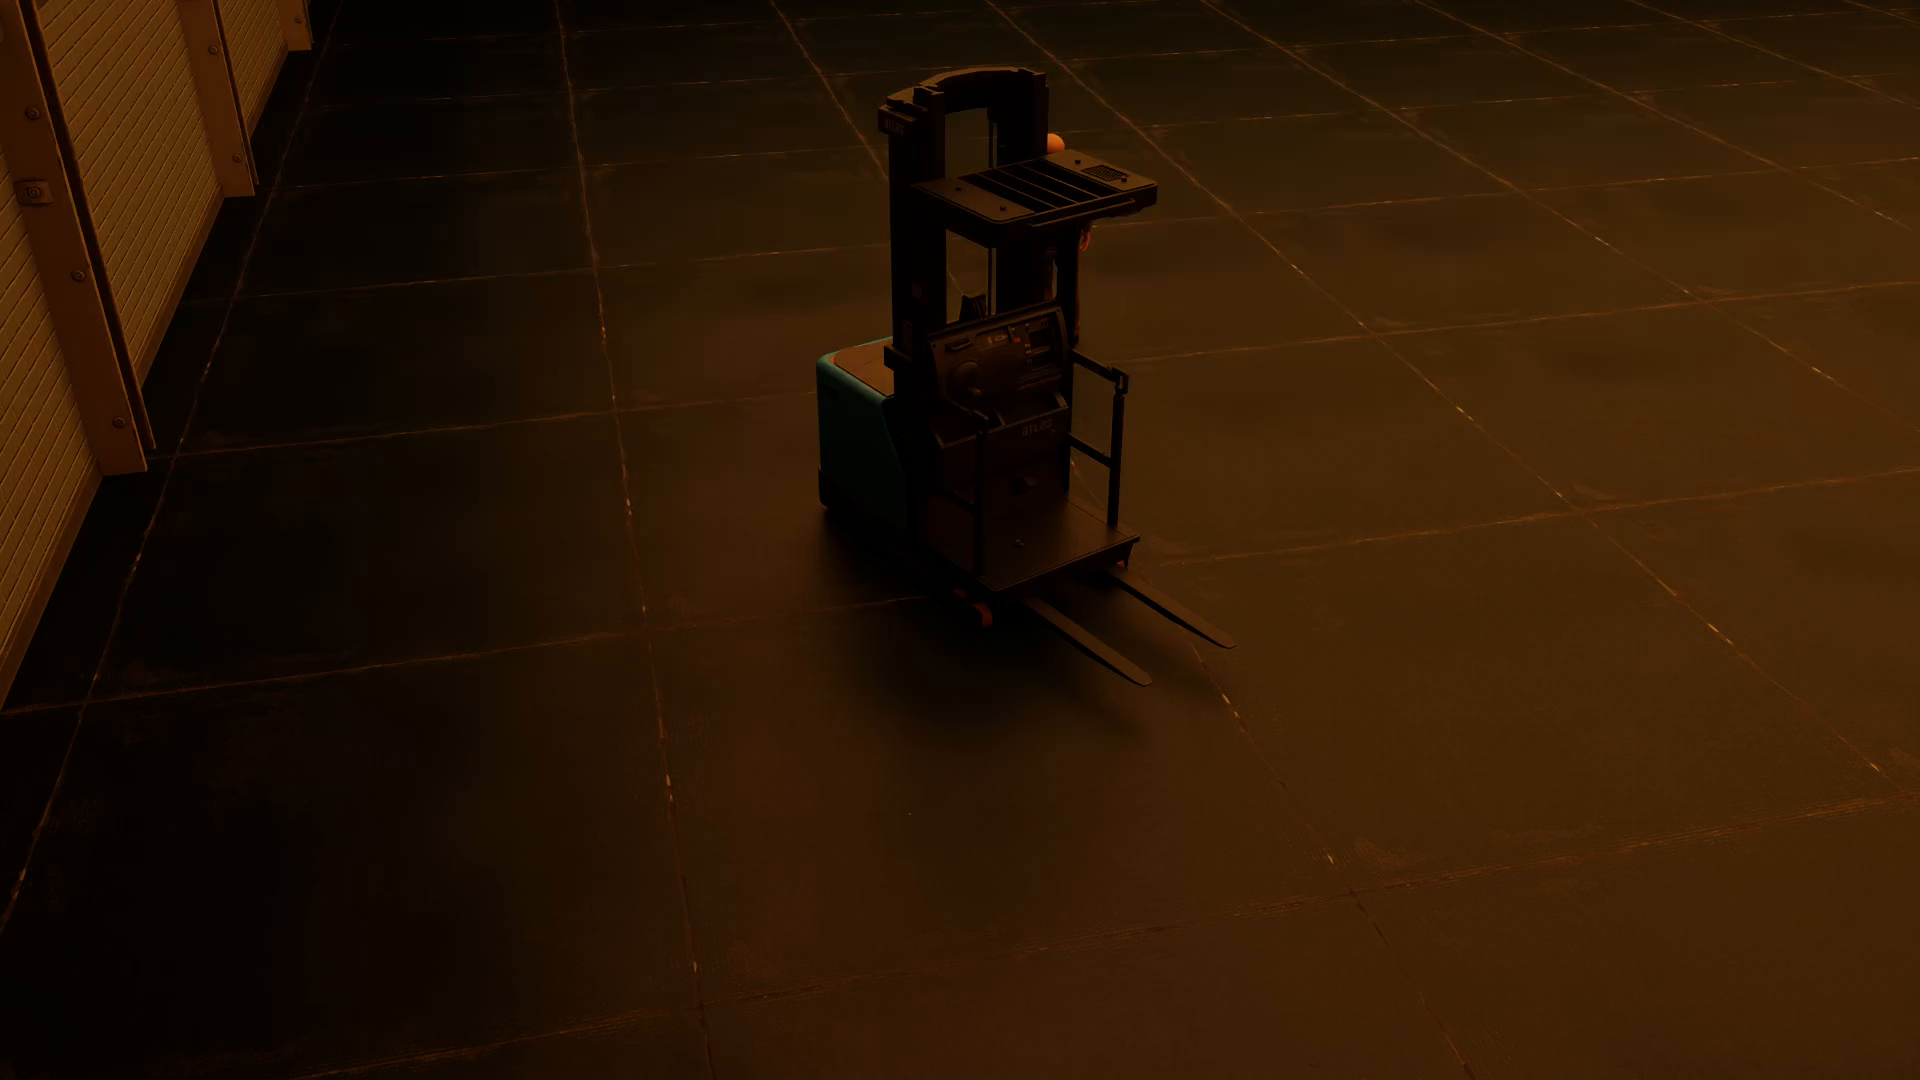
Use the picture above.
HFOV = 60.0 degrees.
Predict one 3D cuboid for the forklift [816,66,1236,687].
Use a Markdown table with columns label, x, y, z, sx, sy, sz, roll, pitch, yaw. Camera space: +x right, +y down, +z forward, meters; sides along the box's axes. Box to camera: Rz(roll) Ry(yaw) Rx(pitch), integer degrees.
| label | x | y | z | sx | sy | sz | roll | pitch | yaw |
| --- | --- | --- | --- | --- | --- | --- | --- | --- | --- |
| forklift | 0.355 | -1.021 | 9.338 | 1.130 | 2.935 | 3.031 | -20 | 35 | -30 |

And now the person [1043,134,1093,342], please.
| label | x | y | z | sx | sy | sz | roll | pitch | yaw |
| --- | --- | --- | --- | --- | --- | --- | --- | --- | --- |
| person | 0.691 | -2.289 | 12.721 | 0.633 | 1.723 | 0.566 | -6 | 31 | -11 |
